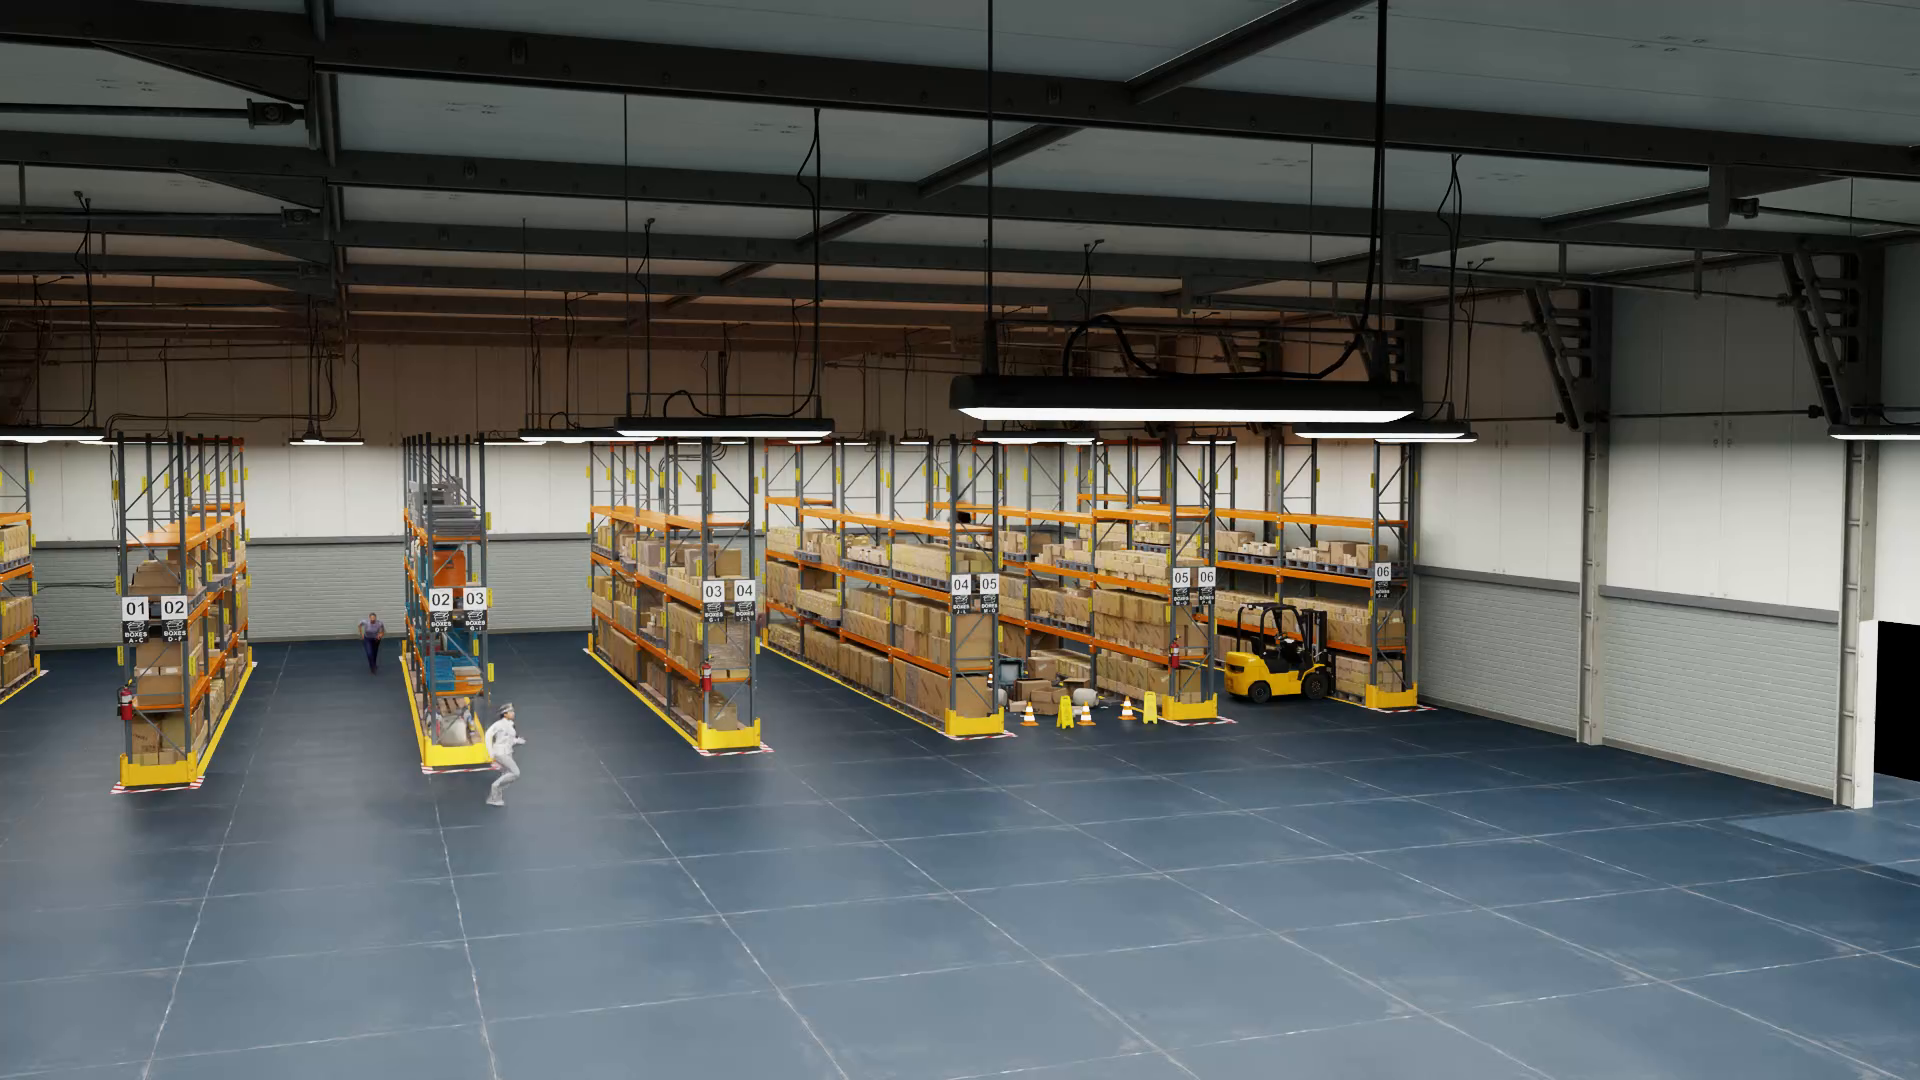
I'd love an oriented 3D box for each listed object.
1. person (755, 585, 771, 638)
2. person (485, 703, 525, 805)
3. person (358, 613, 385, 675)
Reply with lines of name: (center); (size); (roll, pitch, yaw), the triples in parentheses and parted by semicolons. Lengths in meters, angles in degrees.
person: (-5.826, 2.182, 49.225); (0.581, 1.687, 0.699); (2, 4, 36)
person: (-7.263, 3.416, 26.562); (0.636, 1.630, 0.606); (0, 3, 4)
person: (-14.957, 2.621, 42.302); (0.642, 1.612, 0.976); (-1, 3, -20)
